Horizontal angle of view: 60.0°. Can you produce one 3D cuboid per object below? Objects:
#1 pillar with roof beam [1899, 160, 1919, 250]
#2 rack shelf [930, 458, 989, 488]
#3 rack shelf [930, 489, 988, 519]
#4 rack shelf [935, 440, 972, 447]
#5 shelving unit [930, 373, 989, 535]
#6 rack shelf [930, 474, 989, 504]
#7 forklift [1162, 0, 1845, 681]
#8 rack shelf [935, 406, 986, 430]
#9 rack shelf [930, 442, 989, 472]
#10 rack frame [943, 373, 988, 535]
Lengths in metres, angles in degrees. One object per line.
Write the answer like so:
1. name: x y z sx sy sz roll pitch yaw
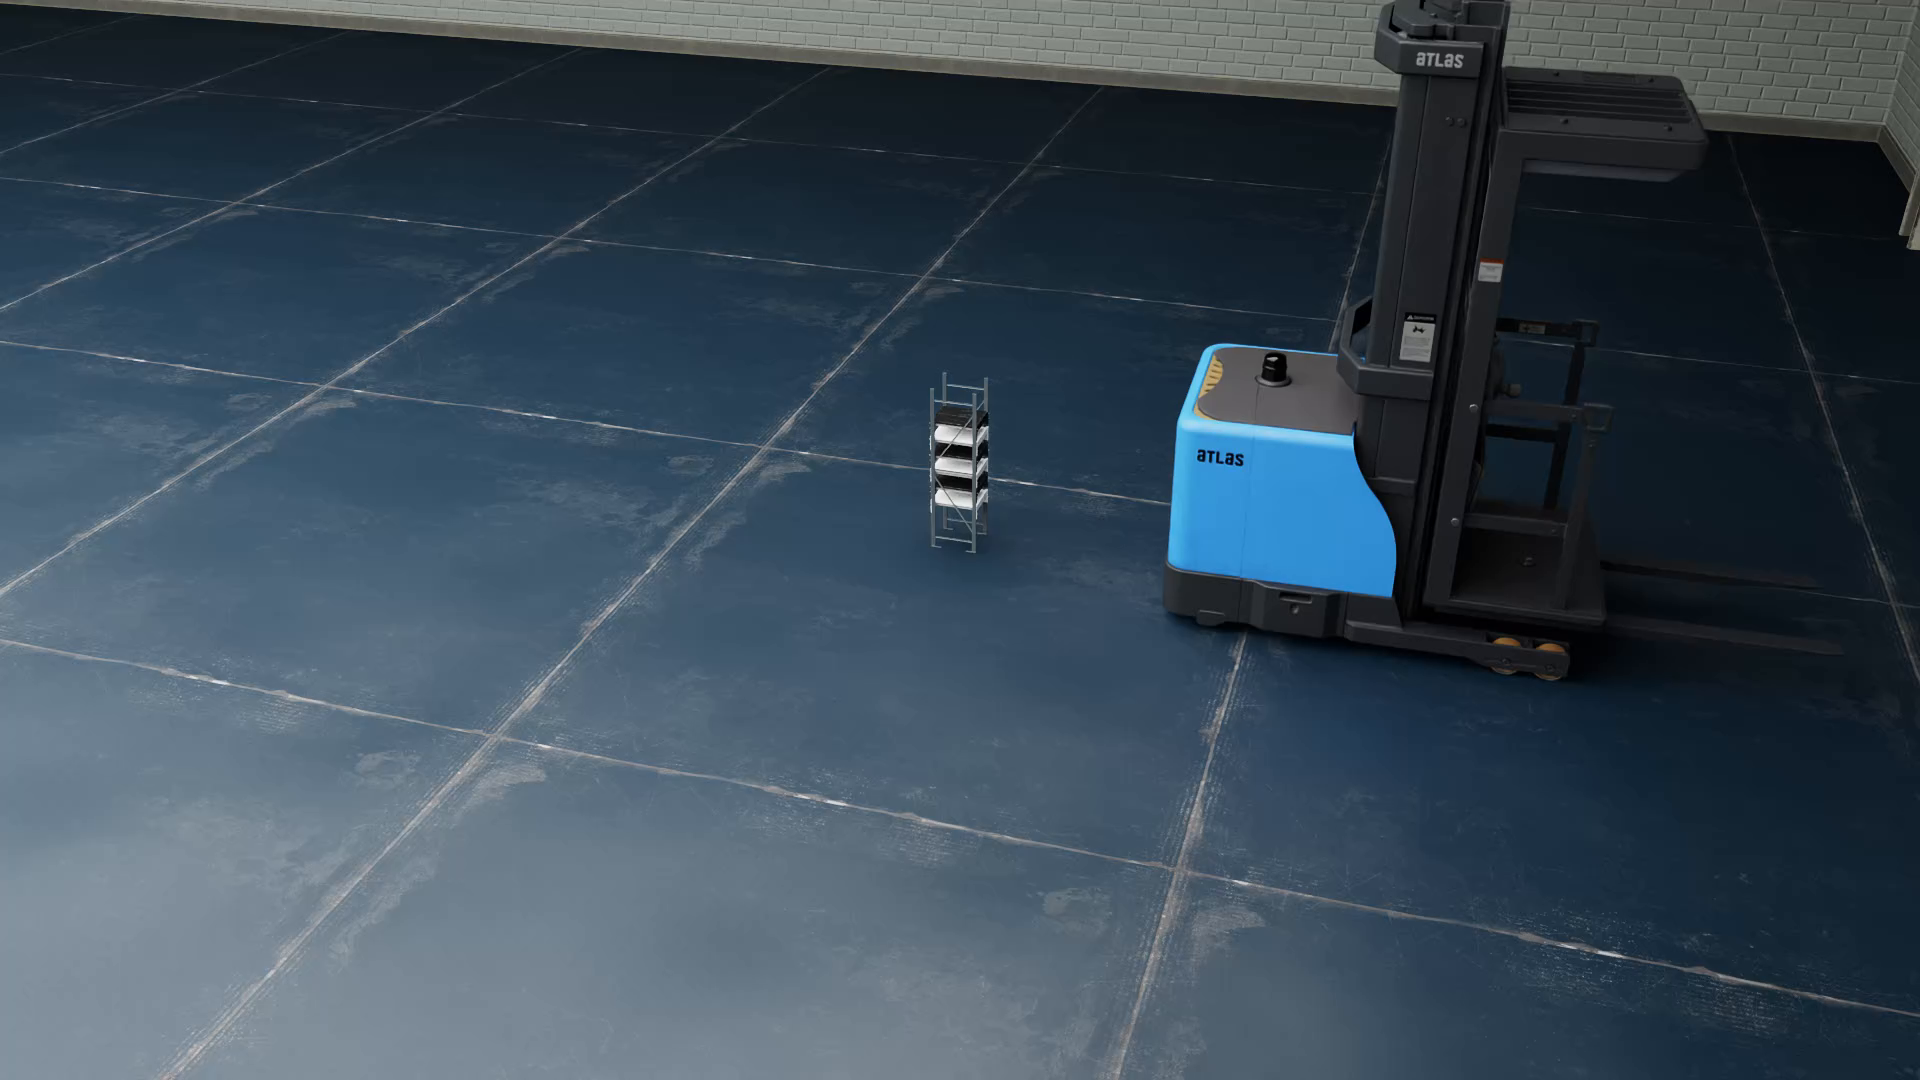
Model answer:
1. pillar with roof beam: 3.368 -6.852 11.811 9.100 9.000 0.400 8 30 15
2. rack shelf: -0.002 -0.360 8.541 0.258 0.077 0.200 8 30 15
3. rack shelf: -0.002 -0.203 8.628 0.258 0.077 0.200 8 30 15
4. rack shelf: -0.002 -0.531 8.446 0.199 0.015 0.184 8 30 15
5. shelving unit: -0.002 -0.391 8.526 0.258 0.900 0.205 8 30 15
6. rack shelf: -0.002 -0.282 8.584 0.258 0.077 0.200 8 30 15
7. forklift: 2.554 -0.899 7.417 3.031 2.867 1.129 8 30 13
8. rack shelf: -0.002 -0.614 8.399 0.221 0.026 0.190 8 30 15
9. rack shelf: -0.002 -0.439 8.497 0.258 0.077 0.200 8 30 15
10. rack frame: 0.027 -0.437 8.609 0.240 0.900 0.006 8 30 15
